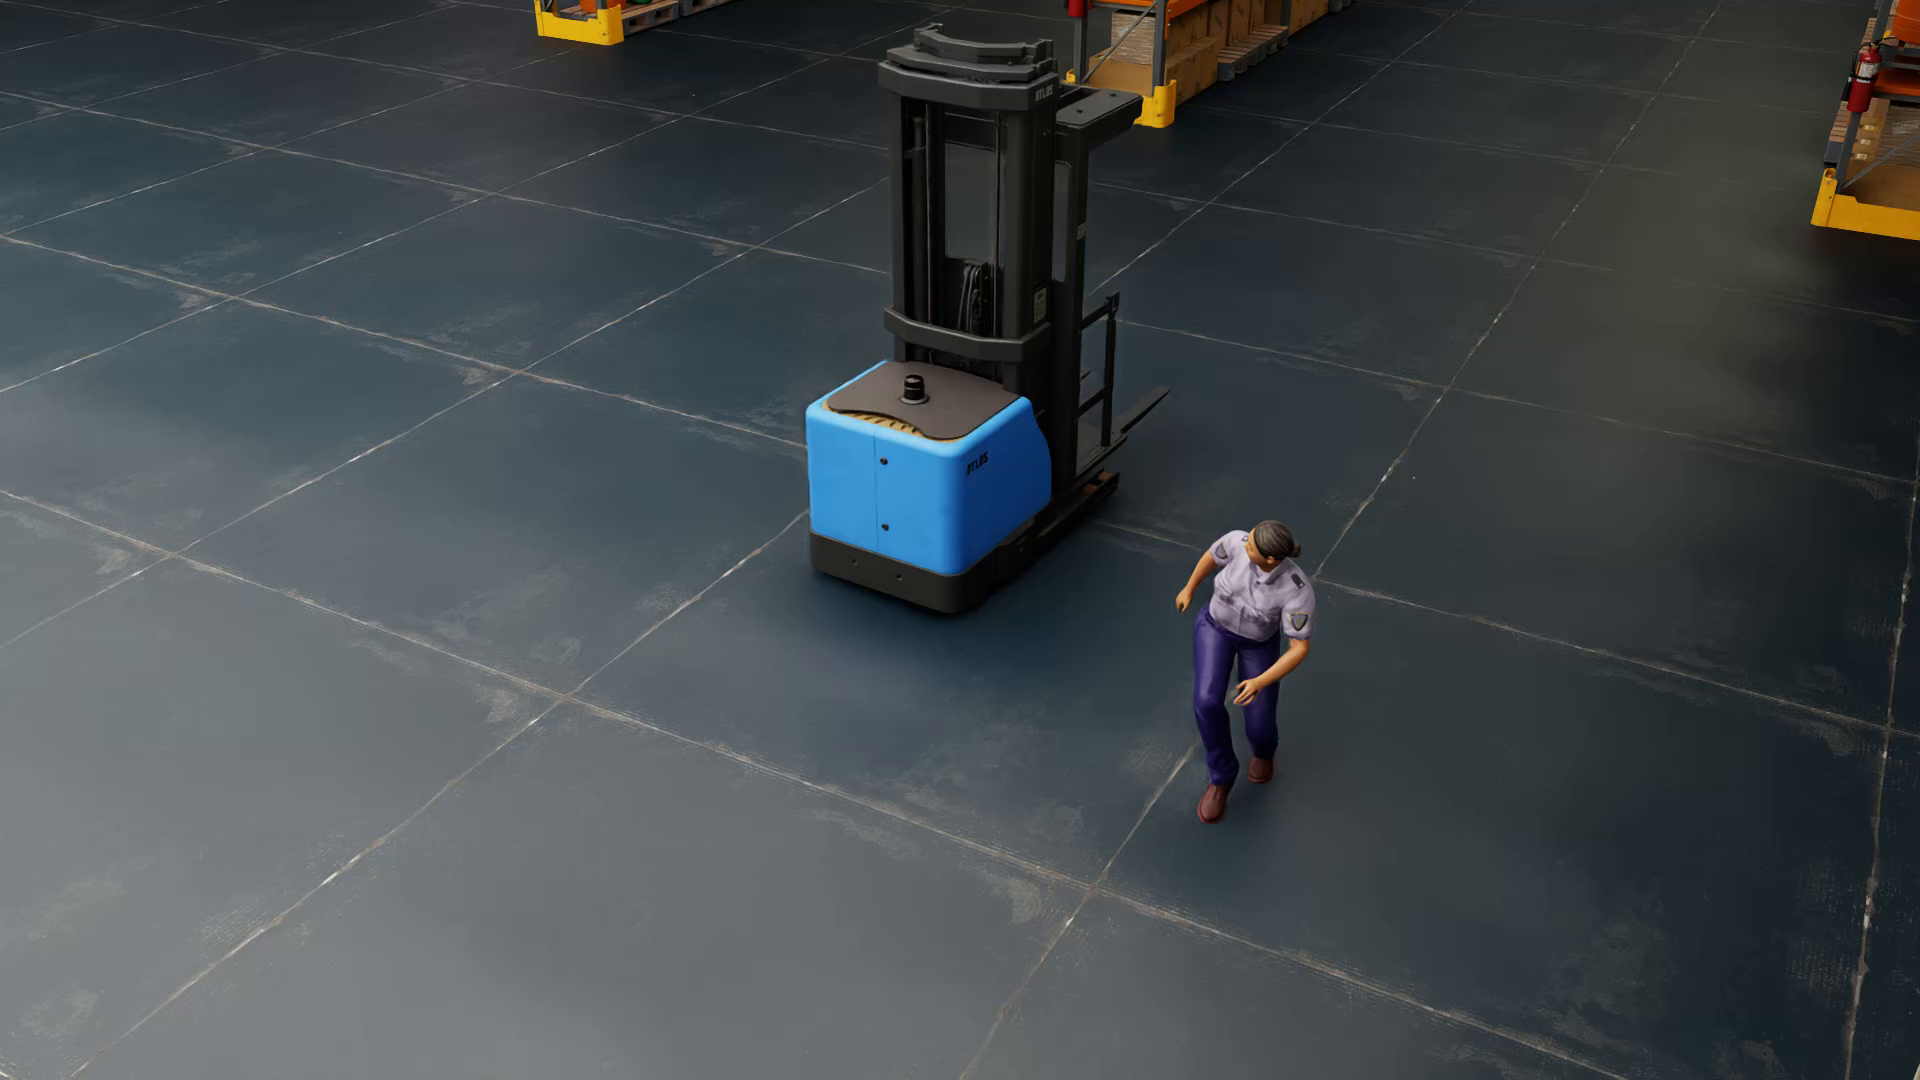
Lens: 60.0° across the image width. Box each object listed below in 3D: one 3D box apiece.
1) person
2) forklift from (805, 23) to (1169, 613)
[{"bbox_3d":[1.251,0.526,7.651,0.703,1.473,0.729,11,32,19],"label":"person"},{"bbox_3d":[0.342,-1.563,9.778,1.130,2.935,3.031,17,34,27],"label":"forklift"}]
